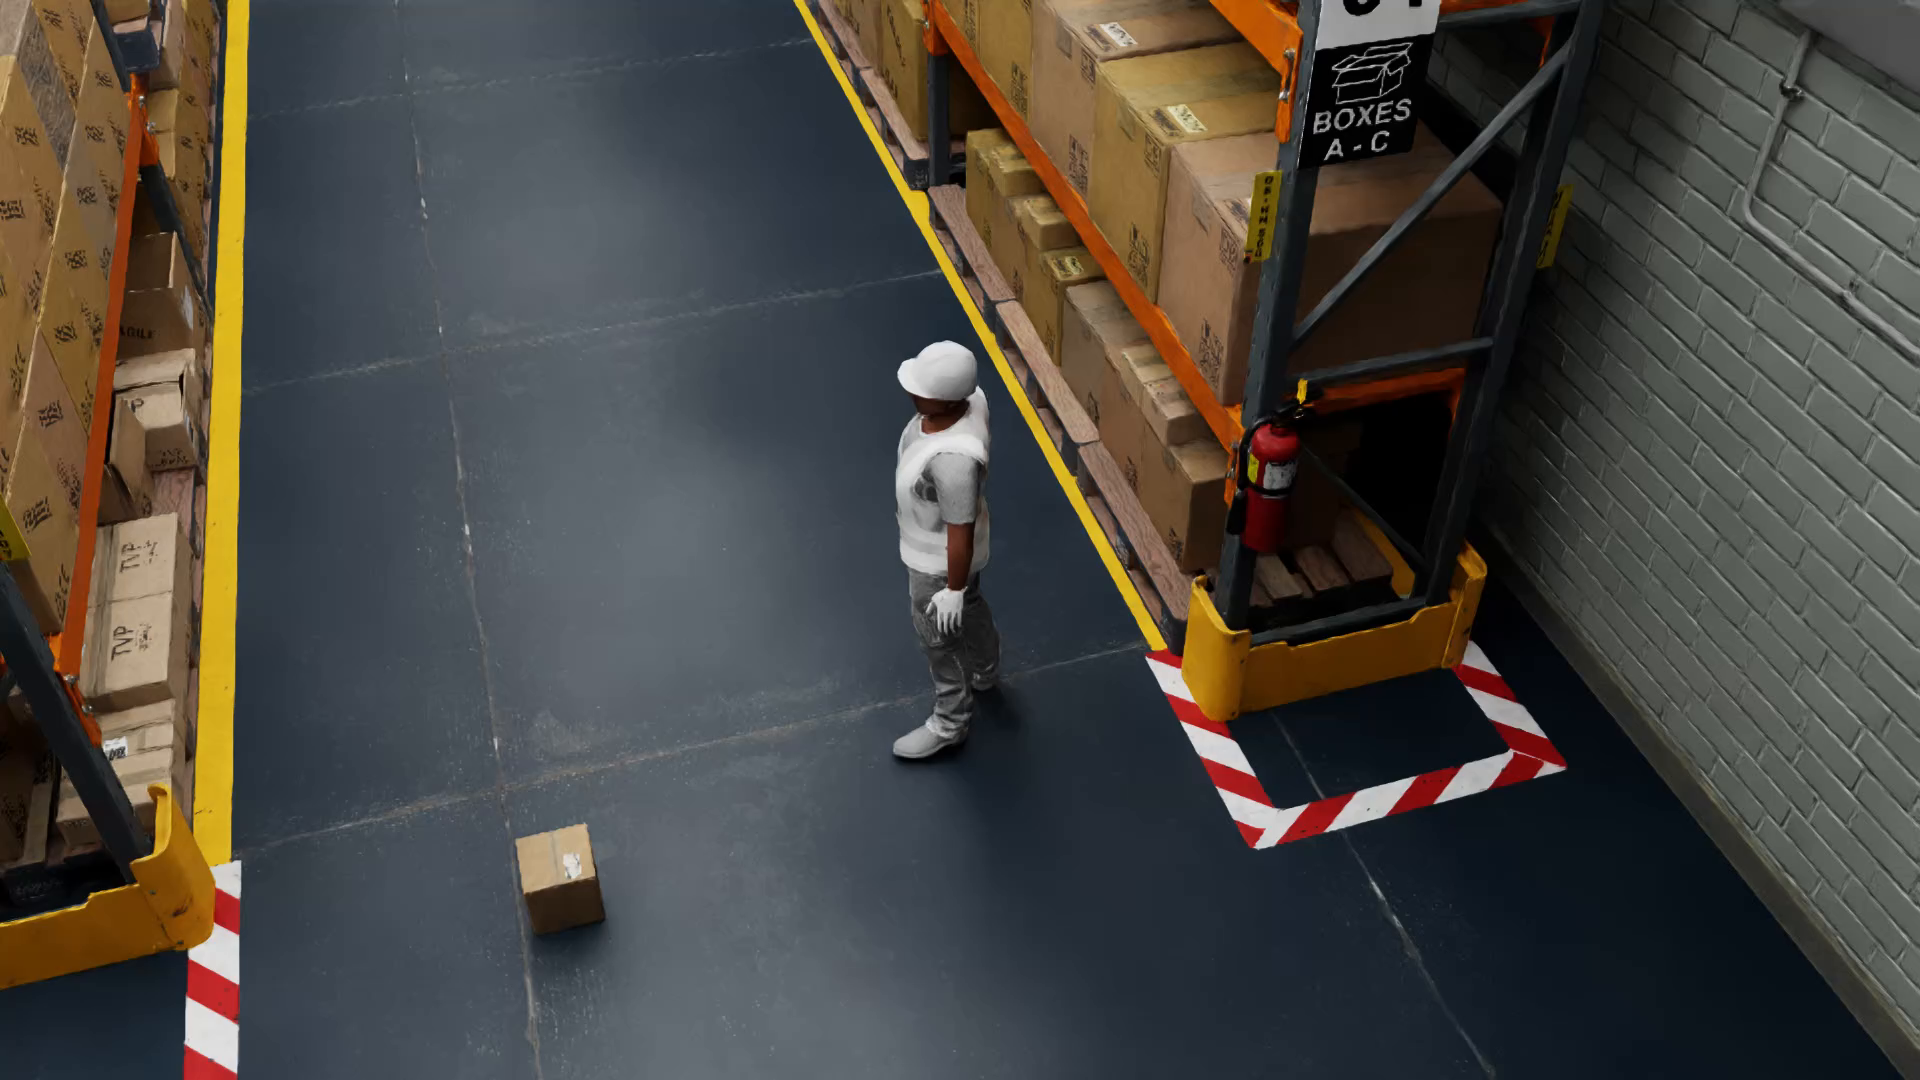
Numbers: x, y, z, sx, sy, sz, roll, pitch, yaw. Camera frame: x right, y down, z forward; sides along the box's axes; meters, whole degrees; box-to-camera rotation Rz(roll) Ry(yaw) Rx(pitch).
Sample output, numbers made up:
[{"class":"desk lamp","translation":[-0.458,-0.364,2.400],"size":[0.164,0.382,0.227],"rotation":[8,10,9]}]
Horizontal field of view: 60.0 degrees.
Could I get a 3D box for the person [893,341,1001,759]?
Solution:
[{"class":"person","translation":[-0.054,0.007,6.108],"size":[0.414,1.790,0.691],"rotation":[3,42,3]}]
